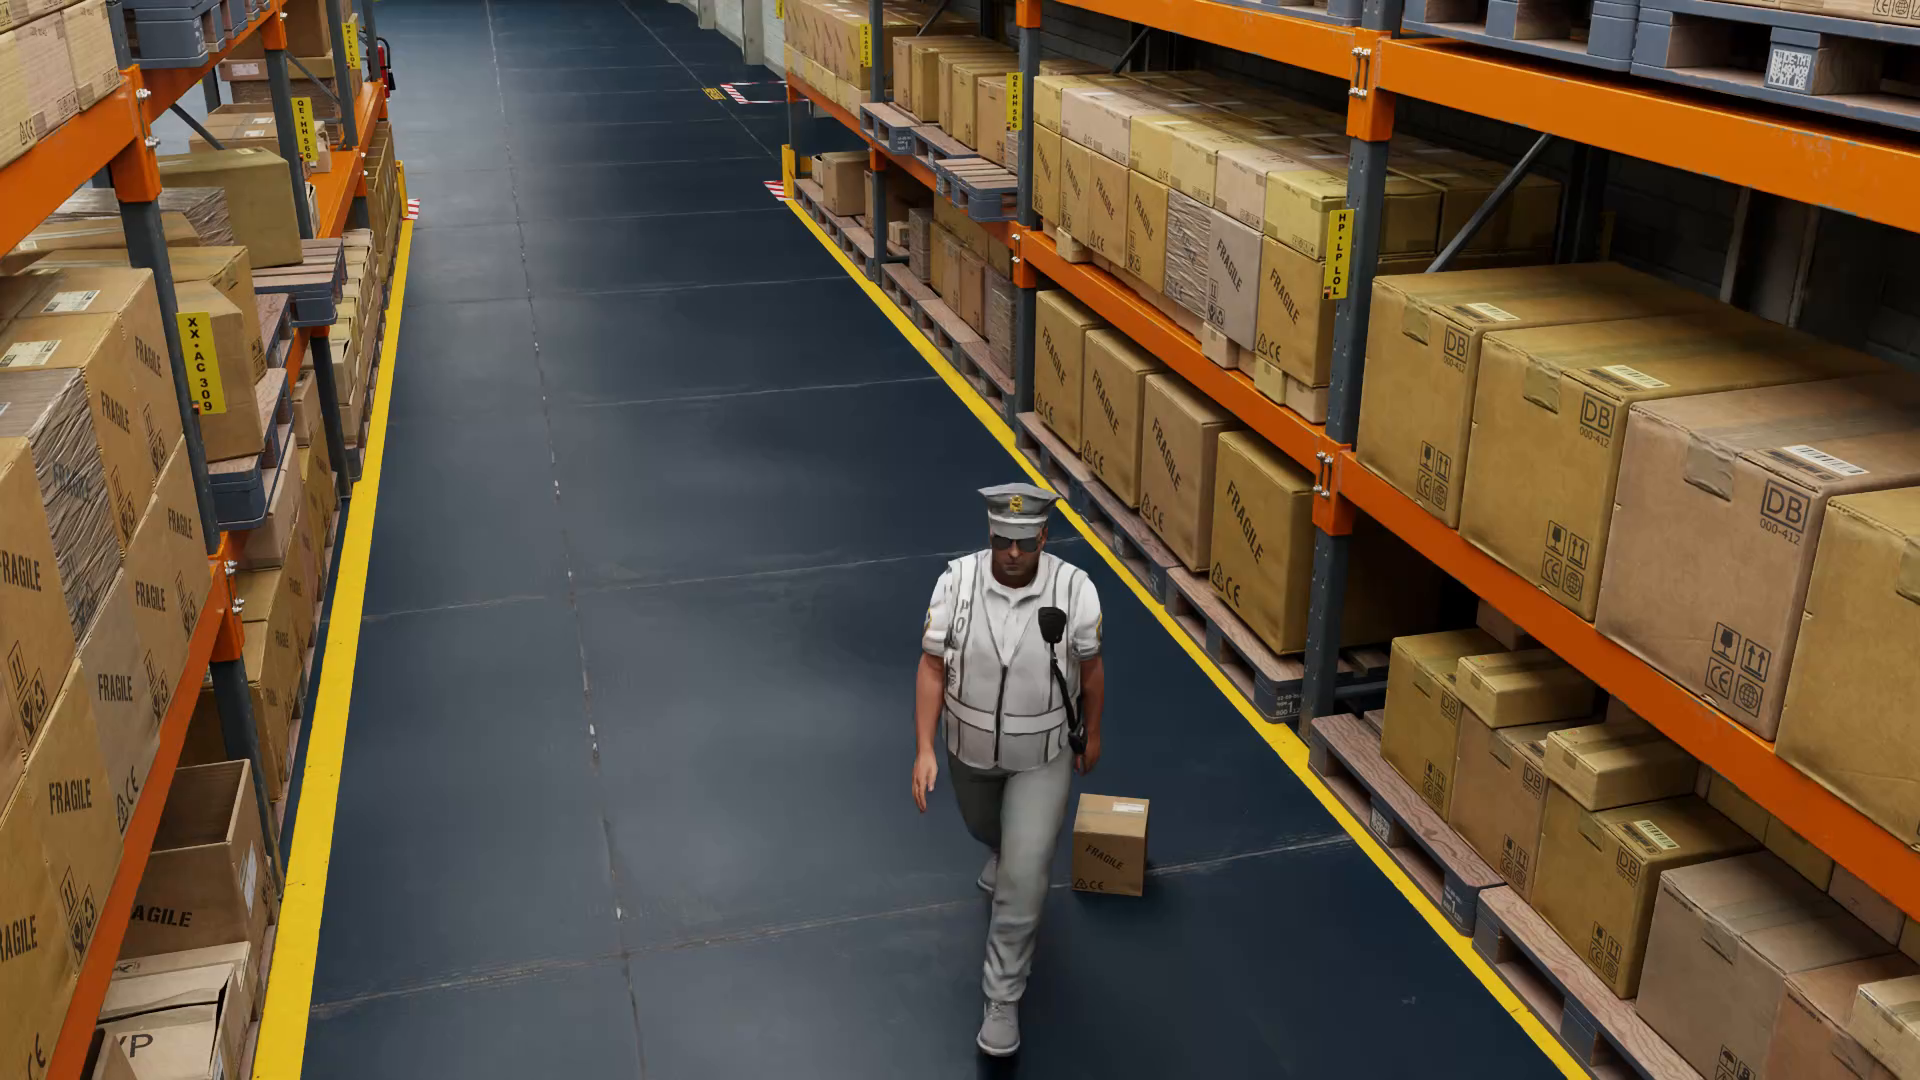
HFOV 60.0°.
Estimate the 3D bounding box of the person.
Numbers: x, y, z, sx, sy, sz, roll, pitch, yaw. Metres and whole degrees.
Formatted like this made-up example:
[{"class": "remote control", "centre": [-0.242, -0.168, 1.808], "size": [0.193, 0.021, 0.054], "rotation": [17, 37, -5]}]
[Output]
[{"class": "person", "centre": [0.152, 0.606, 5.162], "size": [0.546, 1.703, 1.092], "rotation": [6, 23, 13]}]
